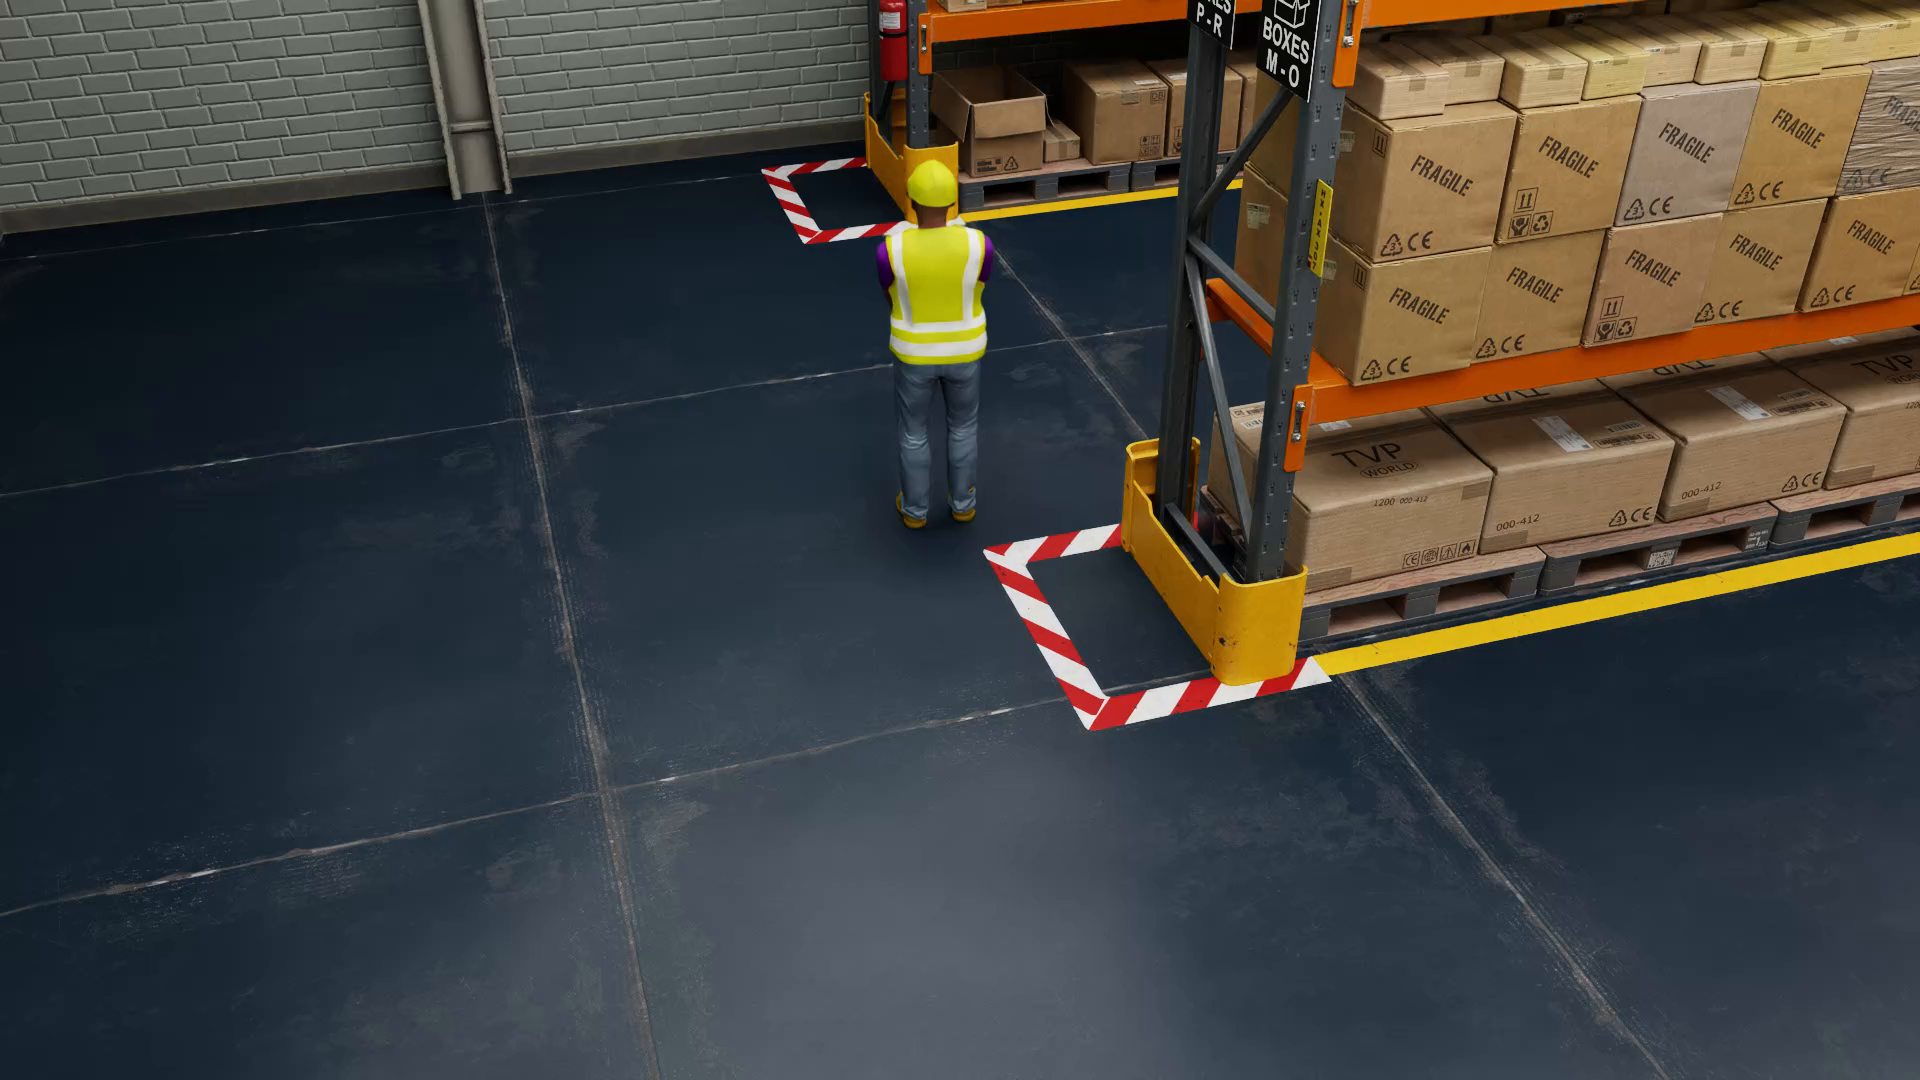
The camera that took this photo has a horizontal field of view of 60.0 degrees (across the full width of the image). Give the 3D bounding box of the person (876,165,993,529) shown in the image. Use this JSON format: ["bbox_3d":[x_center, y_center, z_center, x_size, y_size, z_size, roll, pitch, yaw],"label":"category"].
[{"bbox_3d":[-0.121,-0.889,7.459,0.503,1.758,0.587,-3,34,-4],"label":"person"}]
